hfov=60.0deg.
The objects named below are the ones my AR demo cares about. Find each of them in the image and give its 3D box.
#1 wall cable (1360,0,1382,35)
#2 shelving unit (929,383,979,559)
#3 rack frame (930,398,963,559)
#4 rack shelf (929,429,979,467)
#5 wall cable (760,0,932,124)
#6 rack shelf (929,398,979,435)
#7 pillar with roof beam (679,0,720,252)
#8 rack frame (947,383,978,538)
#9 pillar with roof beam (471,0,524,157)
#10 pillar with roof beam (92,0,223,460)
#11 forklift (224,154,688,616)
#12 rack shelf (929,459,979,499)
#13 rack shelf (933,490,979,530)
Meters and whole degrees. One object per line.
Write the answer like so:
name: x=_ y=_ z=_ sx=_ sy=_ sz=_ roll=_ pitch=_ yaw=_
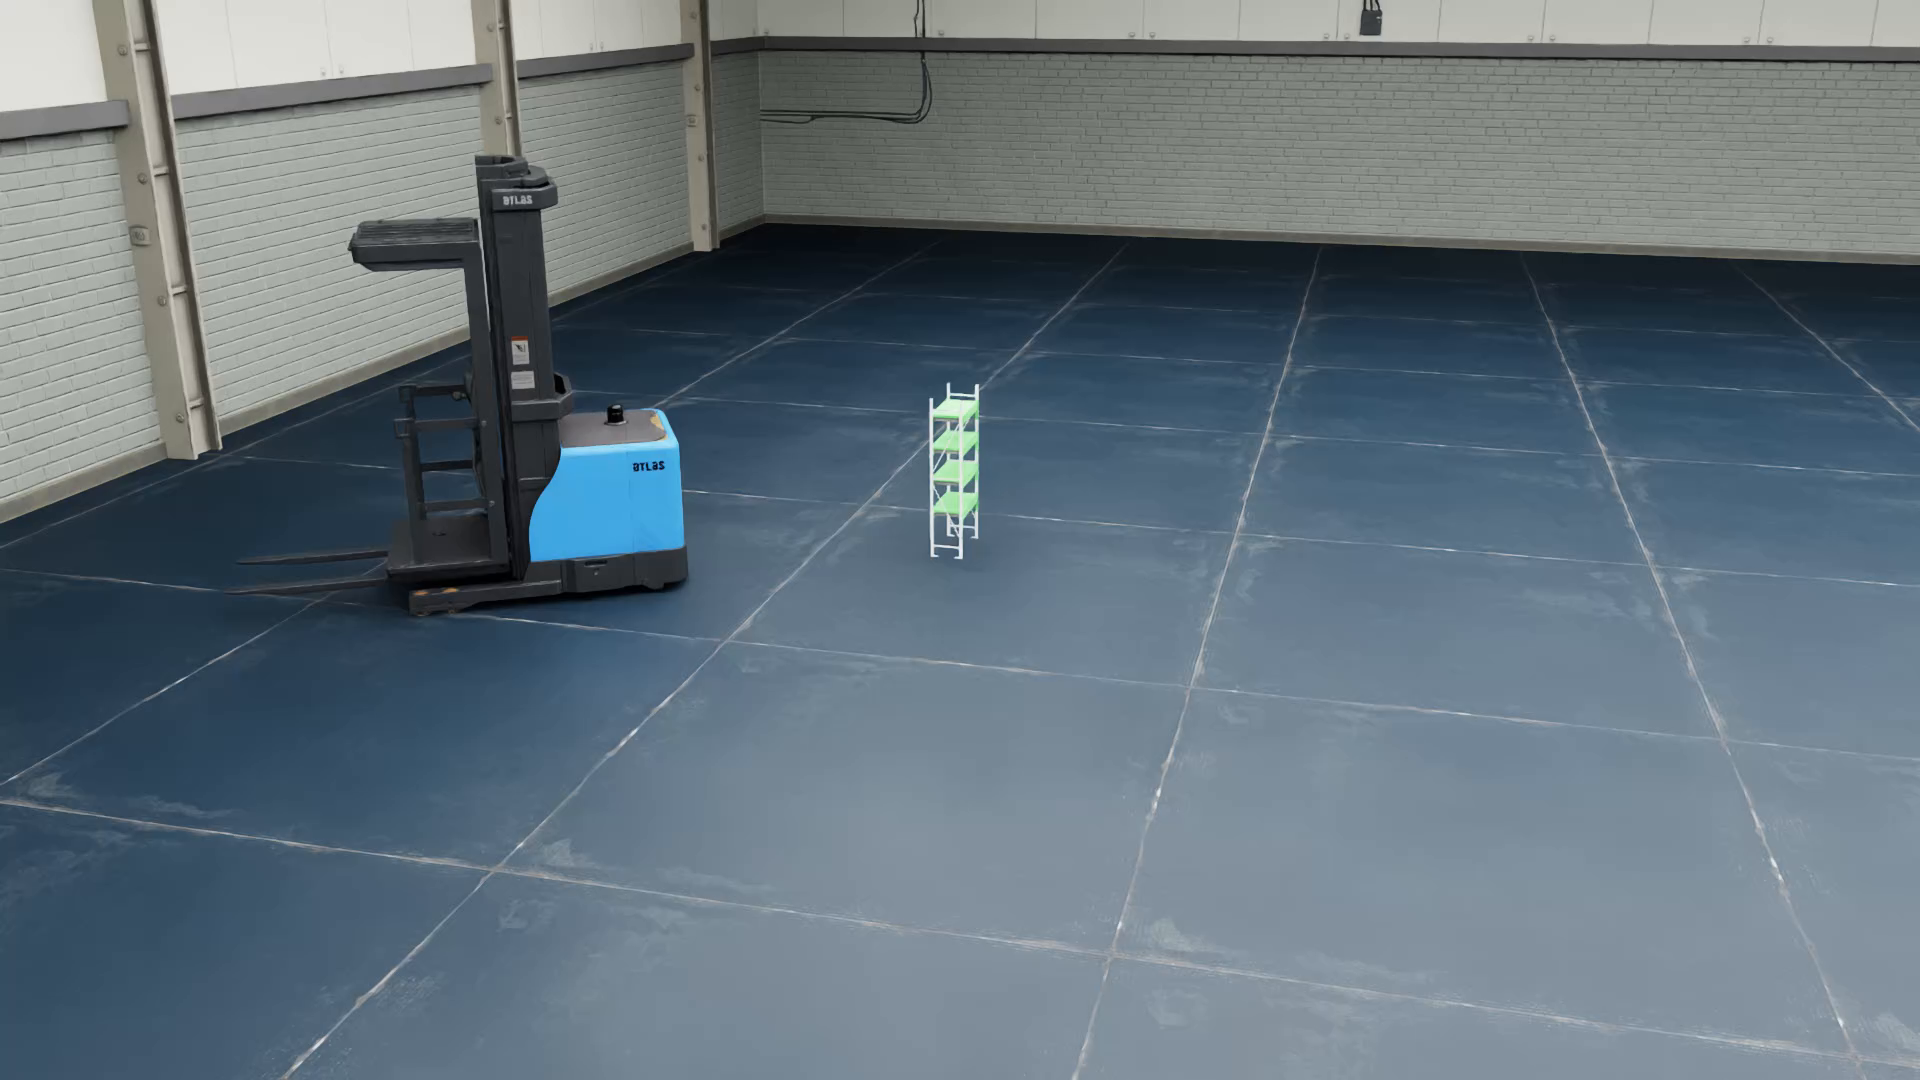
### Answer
wall cable: x=7.233 y=-10.478 z=24.181 sx=2.305 sy=6.003 sz=0.169 roll=5 pitch=19 yaw=13
shelving unit: x=-0.040 y=-0.516 z=12.342 sx=0.258 sy=1.200 sz=0.503 roll=5 pitch=19 yaw=13
rack frame: x=-0.100 y=-0.439 z=12.118 sx=0.240 sy=1.200 sz=0.015 roll=5 pitch=19 yaw=13
rack shelf: x=-0.040 y=-0.683 z=12.285 sx=0.258 sy=0.148 sz=0.480 roll=5 pitch=19 yaw=13
wall cable: x=-1.969 y=-8.154 z=27.442 sx=3.097 sy=2.526 sz=0.112 roll=5 pitch=19 yaw=13
rack shelf: x=-0.040 y=-0.910 z=12.207 sx=0.258 sy=0.148 sz=0.480 roll=5 pitch=19 yaw=13
pillar with roof beam: x=0.204 y=-8.464 z=23.547 sx=9.100 sy=9.000 sz=0.400 roll=5 pitch=19 yaw=13
rack frame: x=0.019 y=-0.592 z=12.566 sx=0.240 sy=1.200 sz=0.015 roll=5 pitch=19 yaw=13
pillar with roof beam: x=-1.262 y=-6.584 z=18.041 sx=9.100 sy=9.000 sz=0.400 roll=5 pitch=19 yaw=13
pillar with roof beam: x=-2.728 y=-4.703 z=12.535 sx=9.100 sy=9.000 sz=0.400 roll=5 pitch=19 yaw=13
forklift: x=-3.490 y=-1.064 z=11.269 sx=3.031 sy=2.935 sz=1.130 roll=-5 pitch=20 yaw=-15
rack shelf: x=-0.040 y=-0.455 z=12.362 sx=0.258 sy=0.148 sz=0.480 roll=5 pitch=19 yaw=13
rack shelf: x=-0.040 y=-0.228 z=12.440 sx=0.258 sy=0.148 sz=0.480 roll=5 pitch=19 yaw=13
